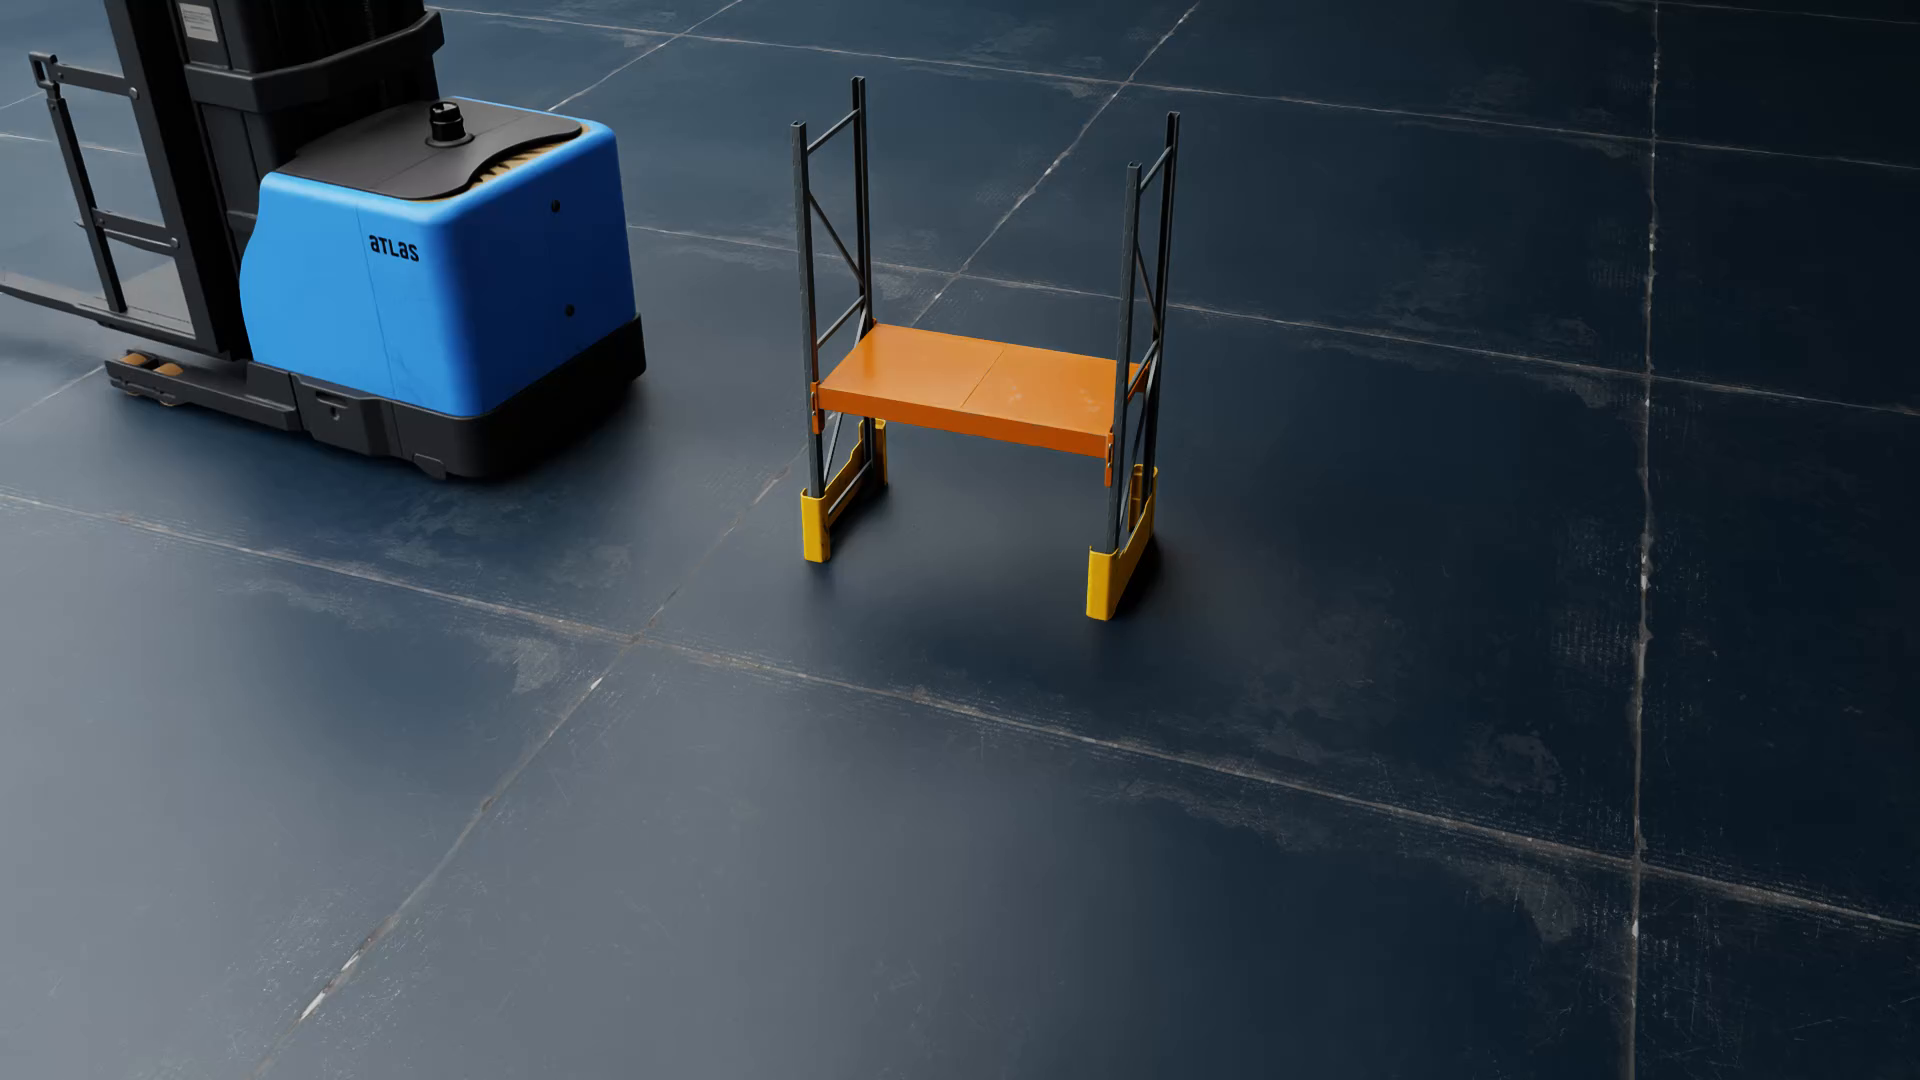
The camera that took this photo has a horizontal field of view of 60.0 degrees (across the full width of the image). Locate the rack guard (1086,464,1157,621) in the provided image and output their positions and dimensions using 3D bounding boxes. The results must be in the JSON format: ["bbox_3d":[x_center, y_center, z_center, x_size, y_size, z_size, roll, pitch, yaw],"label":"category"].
[{"bbox_3d":[0.541,0.000,5.519,0.087,0.250,0.587,11,34,16],"label":"rack guard"}]

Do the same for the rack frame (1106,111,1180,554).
[{"bbox_3d":[0.559,-0.521,5.175,0.032,1.500,0.500,11,34,16],"label":"rack frame"}]

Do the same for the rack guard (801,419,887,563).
[{"bbox_3d":[-0.397,-0.182,5.802,0.087,0.250,0.587,11,34,16],"label":"rack guard"}]

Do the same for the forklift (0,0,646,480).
[{"bbox_3d":[-2.813,-1.997,6.140,3.031,2.935,1.130,15,36,22],"label":"forklift"}]

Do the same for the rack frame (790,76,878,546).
[{"bbox_3d":[-0.398,-0.707,5.463,0.032,1.500,0.500,11,34,16],"label":"rack frame"}]

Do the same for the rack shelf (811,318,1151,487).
[{"bbox_3d":[0.080,-0.463,5.417,1.000,0.185,0.538,11,34,16],"label":"rack shelf"}]

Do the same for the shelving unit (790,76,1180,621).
[{"bbox_3d":[0.072,-0.616,5.322,1.083,1.500,0.587,11,34,16],"label":"shelving unit"}]
